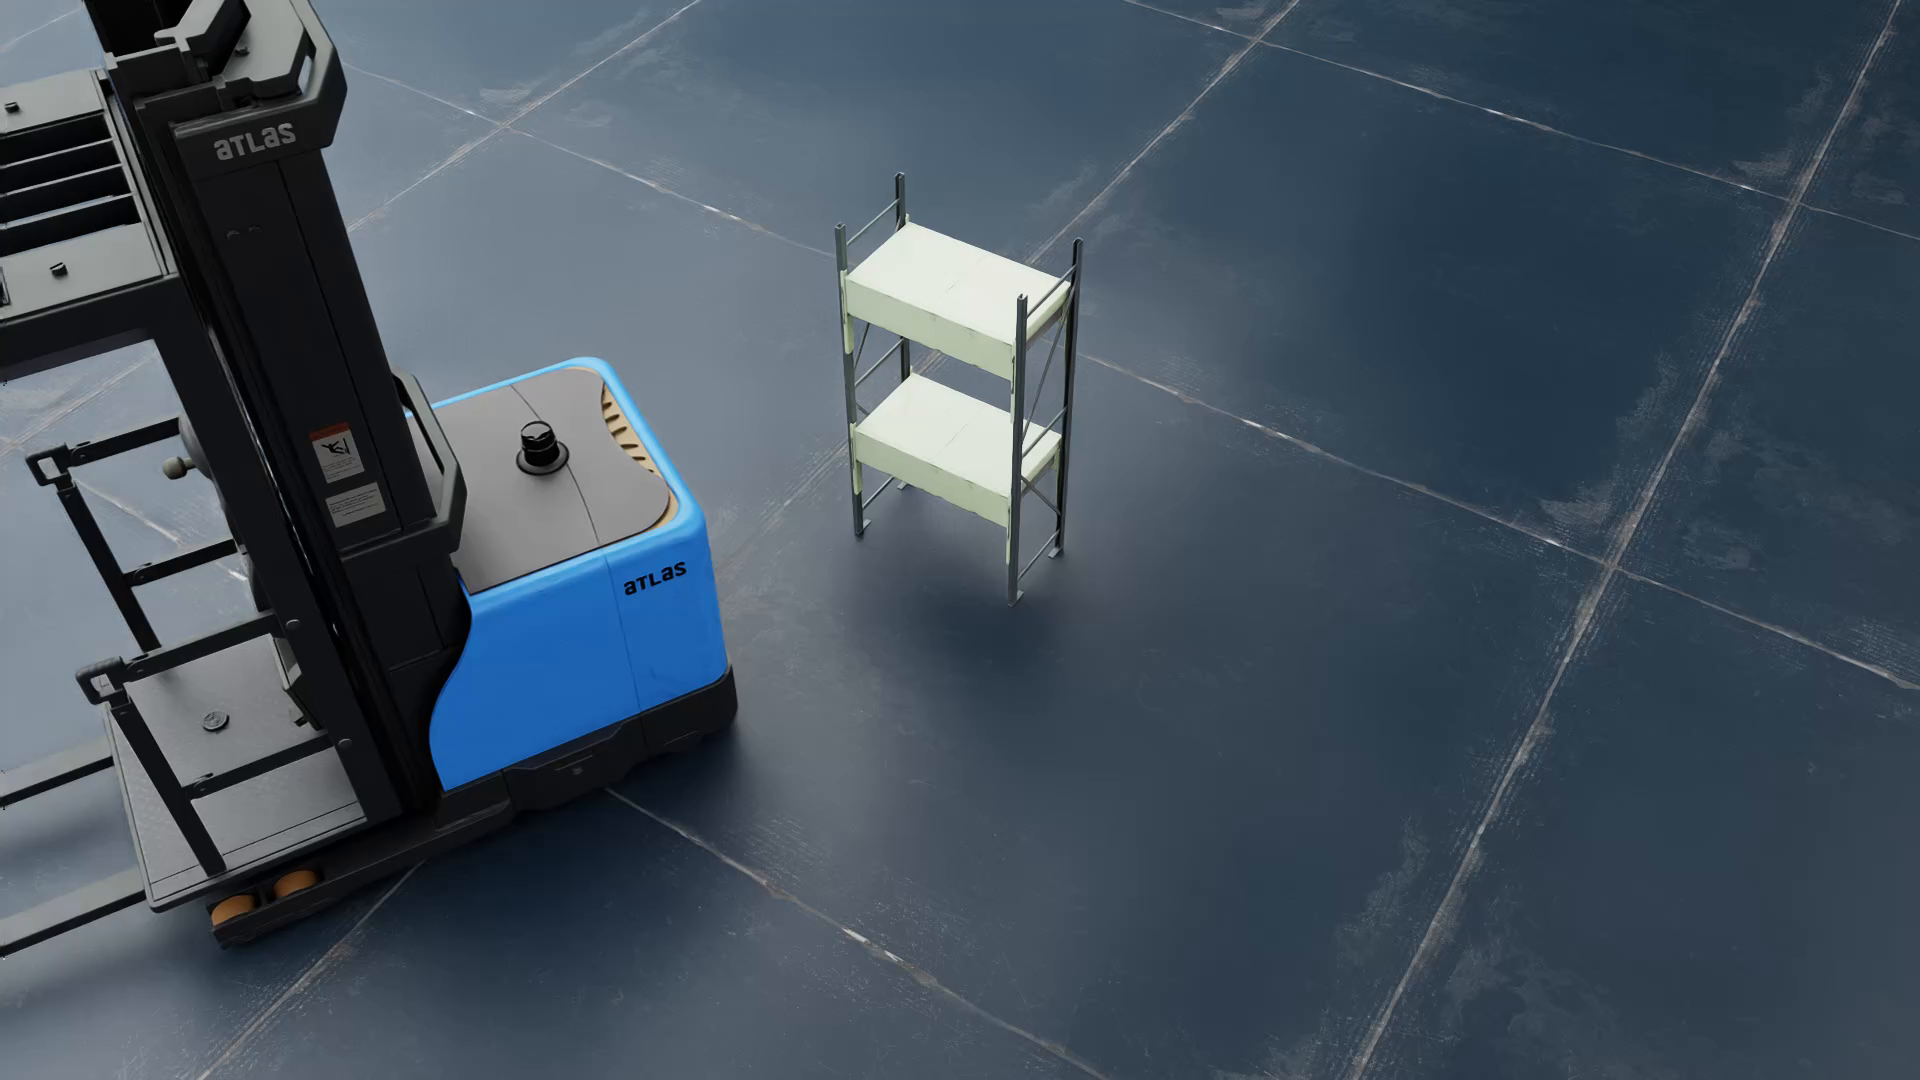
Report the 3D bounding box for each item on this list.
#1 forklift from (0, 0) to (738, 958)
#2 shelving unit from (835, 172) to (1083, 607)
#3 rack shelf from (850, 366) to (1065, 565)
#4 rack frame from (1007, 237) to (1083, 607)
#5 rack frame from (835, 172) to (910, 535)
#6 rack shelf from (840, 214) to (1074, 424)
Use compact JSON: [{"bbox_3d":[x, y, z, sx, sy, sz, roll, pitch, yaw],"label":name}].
[{"bbox_3d":[-2.350,-0.135,4.837,3.031,2.935,1.130,-22,50,-20],"label":"forklift"},{"bbox_3d":[-0.006,-0.525,6.215,0.755,1.500,0.431,25,51,22],"label":"shelving unit"},{"bbox_3d":[-0.006,-0.298,6.448,0.720,0.370,0.431,25,51,22],"label":"rack shelf"},{"bbox_3d":[0.302,-0.384,6.077,0.023,1.500,0.400,25,51,22],"label":"rack frame"},{"bbox_3d":[-0.314,-0.667,6.352,0.023,1.500,0.400,25,51,22],"label":"rack frame"},{"bbox_3d":[-0.006,-0.797,5.935,0.720,0.370,0.431,25,51,22],"label":"rack shelf"}]
